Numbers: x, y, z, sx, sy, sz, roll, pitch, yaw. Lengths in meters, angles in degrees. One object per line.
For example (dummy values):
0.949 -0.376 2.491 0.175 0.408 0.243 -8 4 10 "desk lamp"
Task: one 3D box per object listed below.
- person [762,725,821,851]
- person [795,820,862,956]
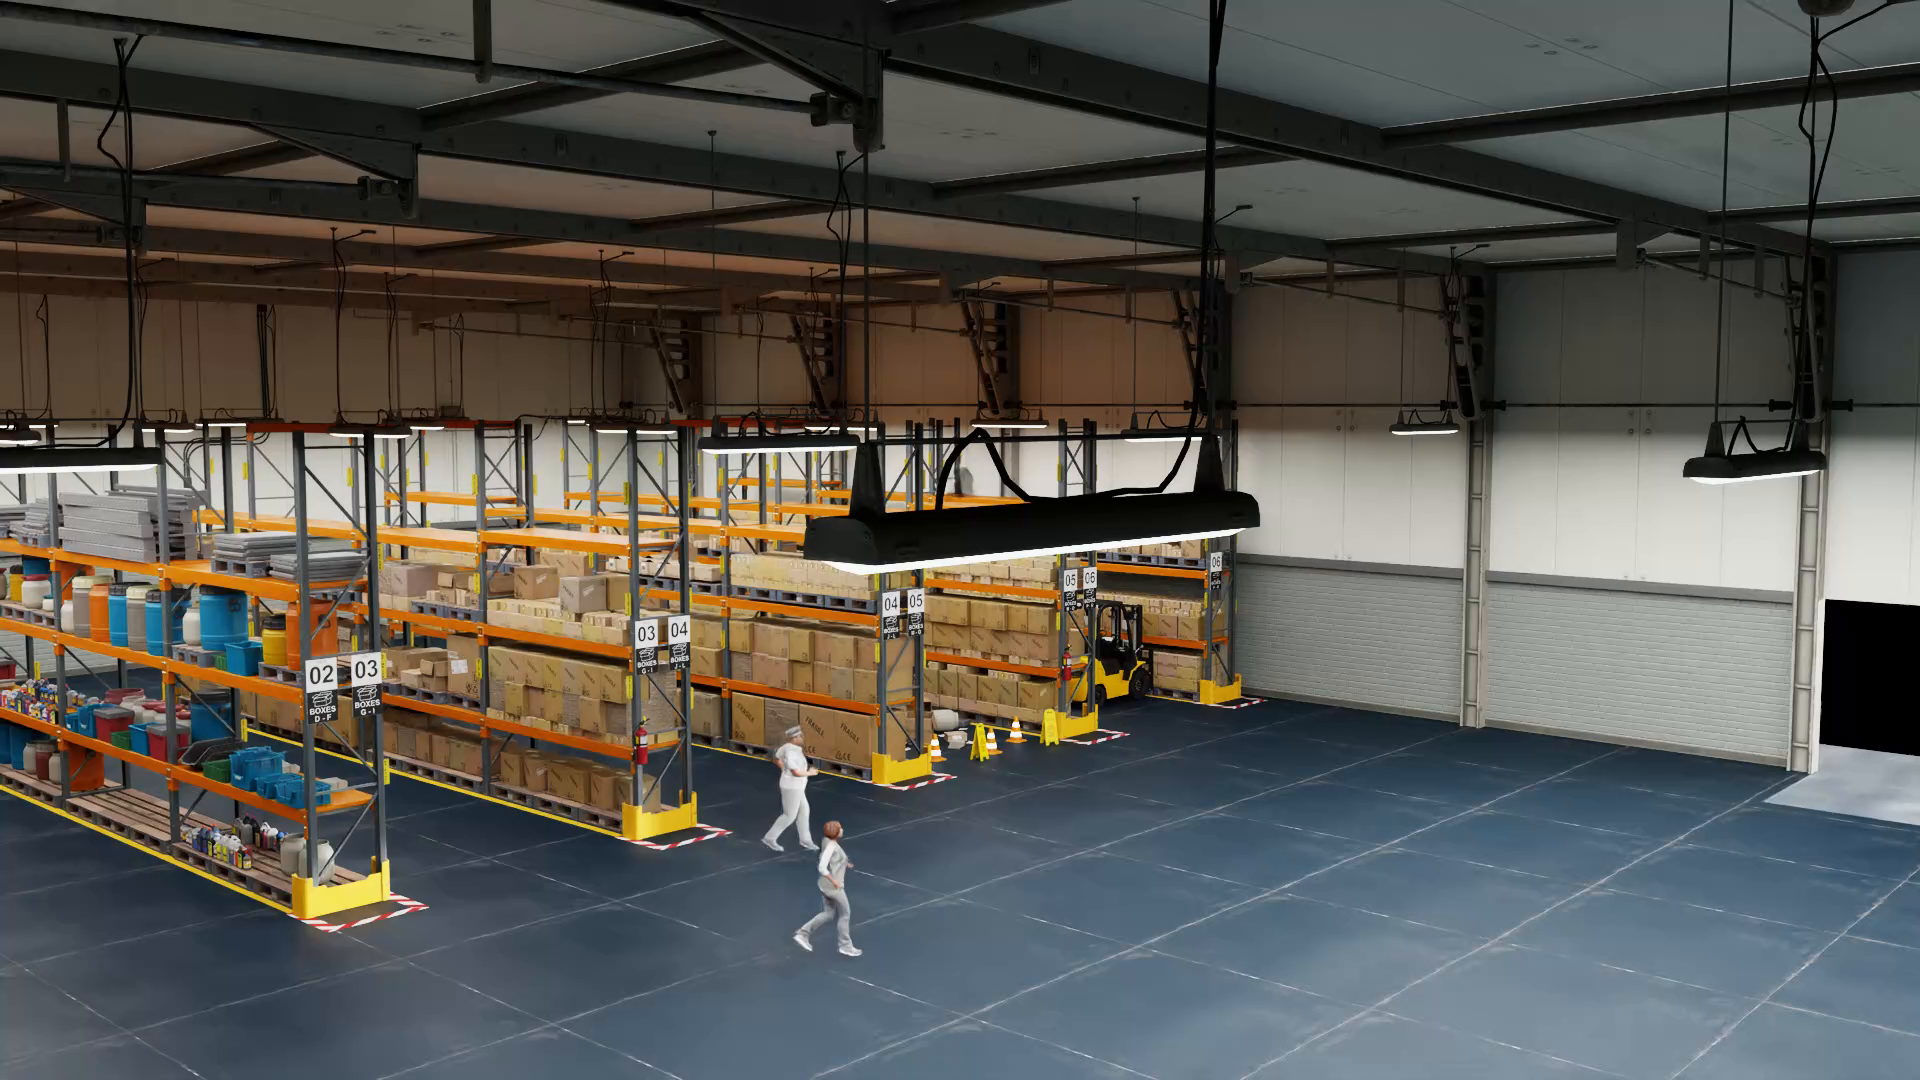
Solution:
-2.389 3.535 23.503 0.842 1.833 0.682 -1 5 -11 "person"
-1.513 3.986 18.995 0.802 1.604 0.528 -2 5 -20 "person"
